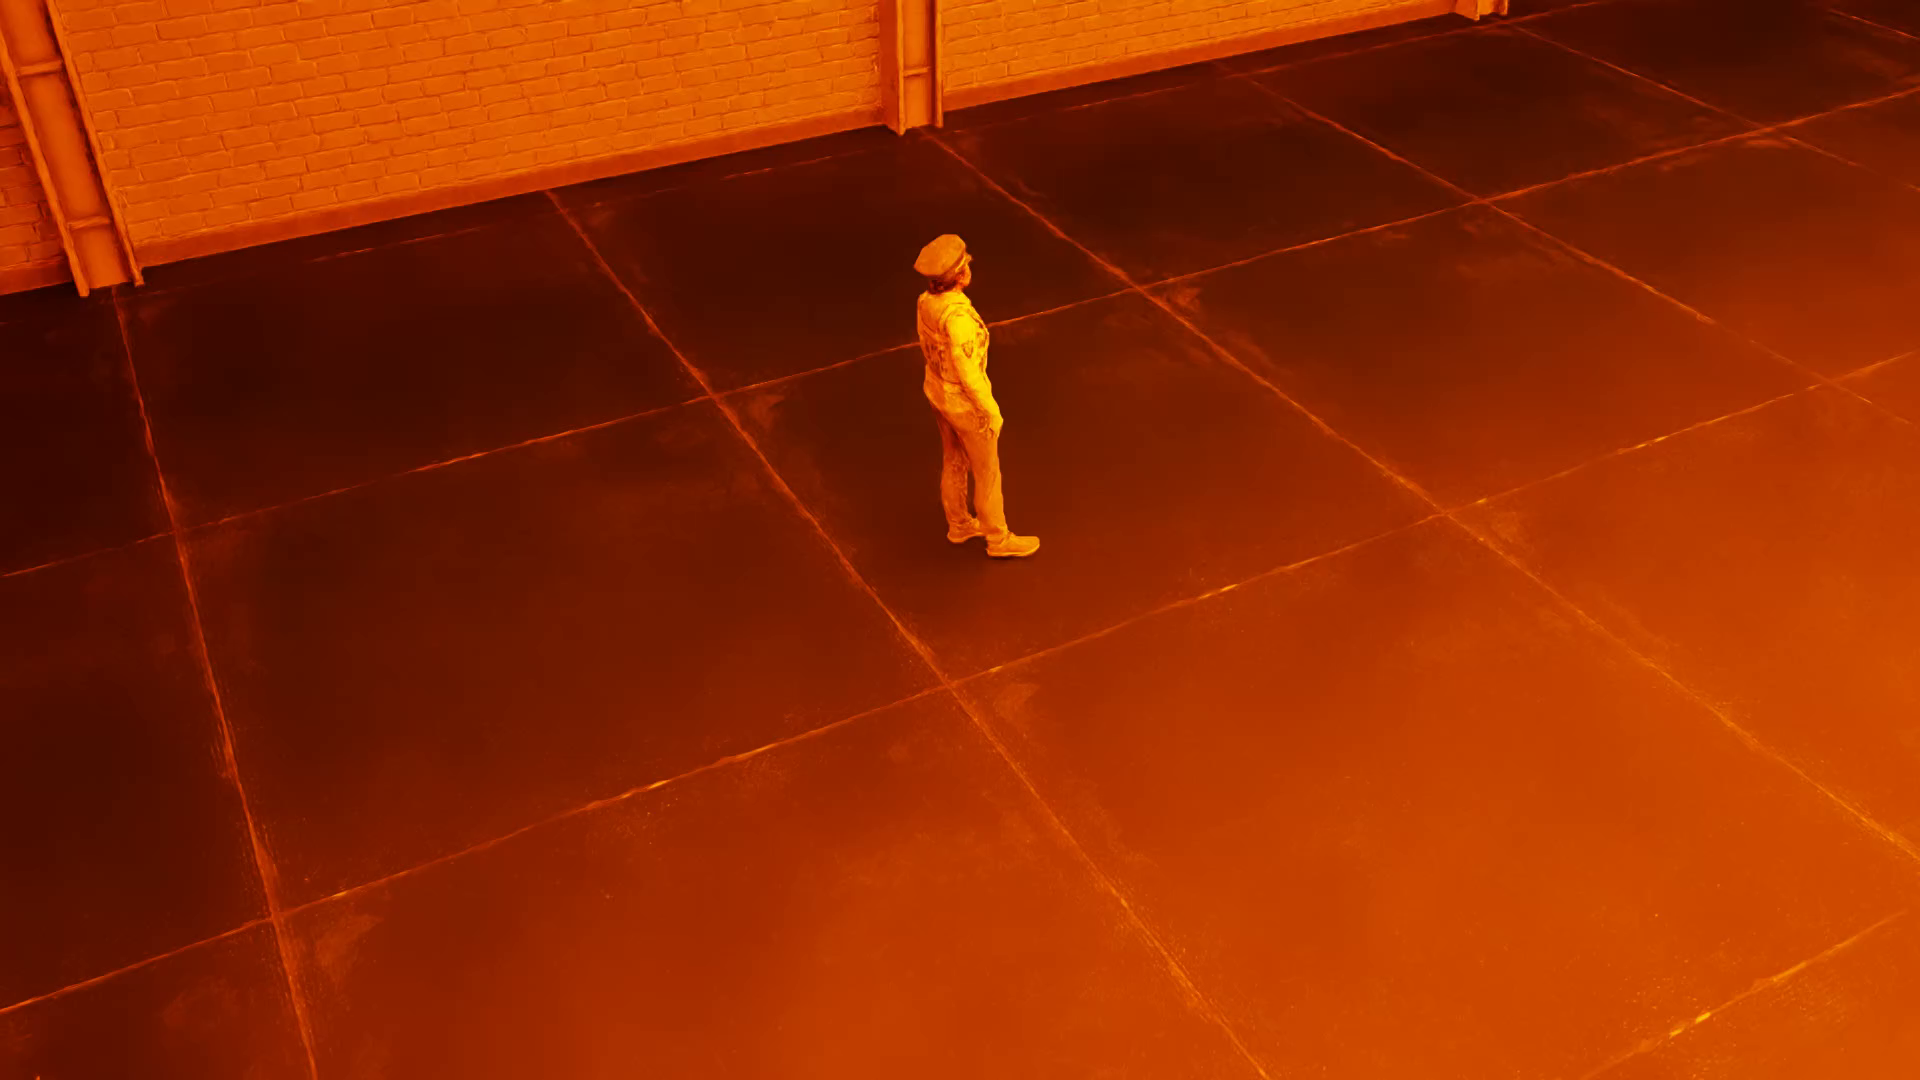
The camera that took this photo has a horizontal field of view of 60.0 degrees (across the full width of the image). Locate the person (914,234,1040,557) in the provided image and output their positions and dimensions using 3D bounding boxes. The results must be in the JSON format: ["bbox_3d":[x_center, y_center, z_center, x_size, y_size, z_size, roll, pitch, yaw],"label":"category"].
[{"bbox_3d":[0.063,-0.713,8.190,0.533,1.695,0.586,-17,39,-23],"label":"person"}]
